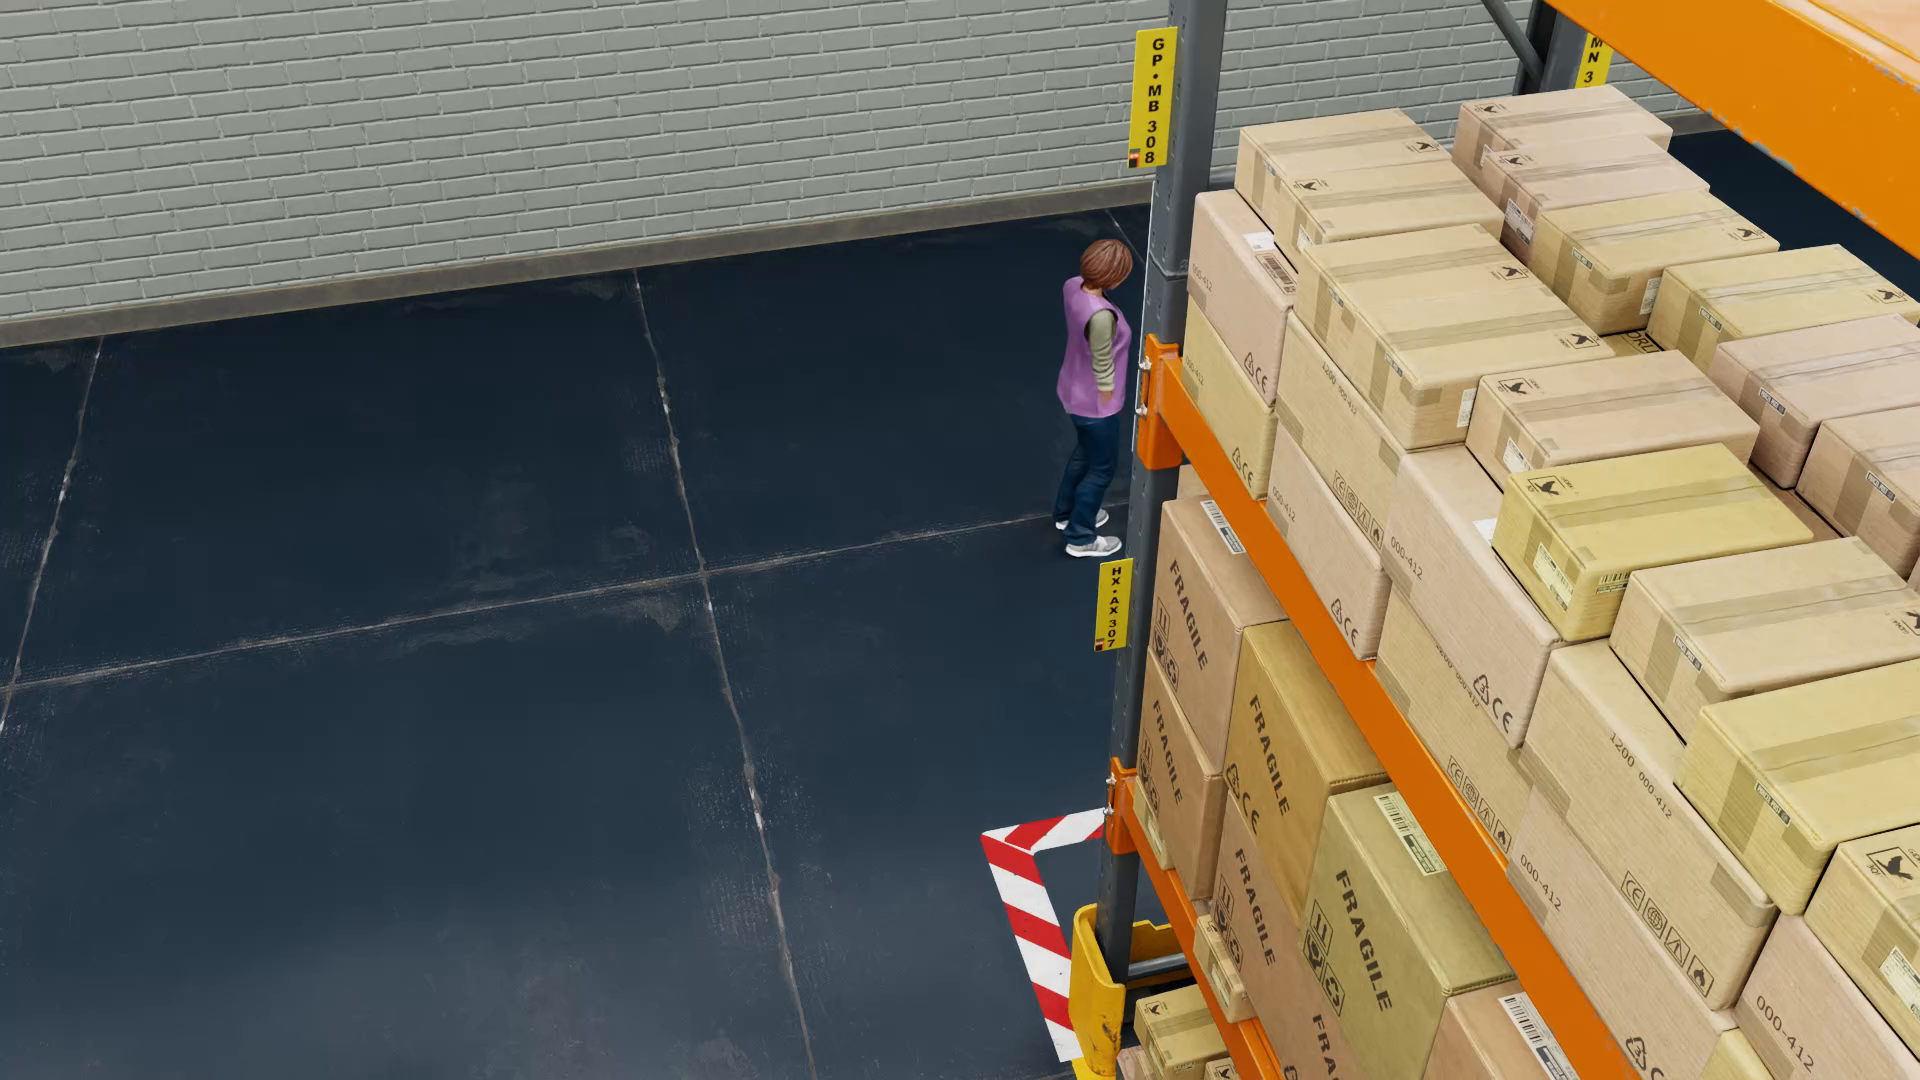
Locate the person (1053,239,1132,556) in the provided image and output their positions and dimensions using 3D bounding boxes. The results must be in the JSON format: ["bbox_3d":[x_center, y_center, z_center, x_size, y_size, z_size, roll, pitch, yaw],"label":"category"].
[{"bbox_3d":[0.593,-0.640,7.540,0.307,1.579,0.409,-9,40,-11],"label":"person"}]
